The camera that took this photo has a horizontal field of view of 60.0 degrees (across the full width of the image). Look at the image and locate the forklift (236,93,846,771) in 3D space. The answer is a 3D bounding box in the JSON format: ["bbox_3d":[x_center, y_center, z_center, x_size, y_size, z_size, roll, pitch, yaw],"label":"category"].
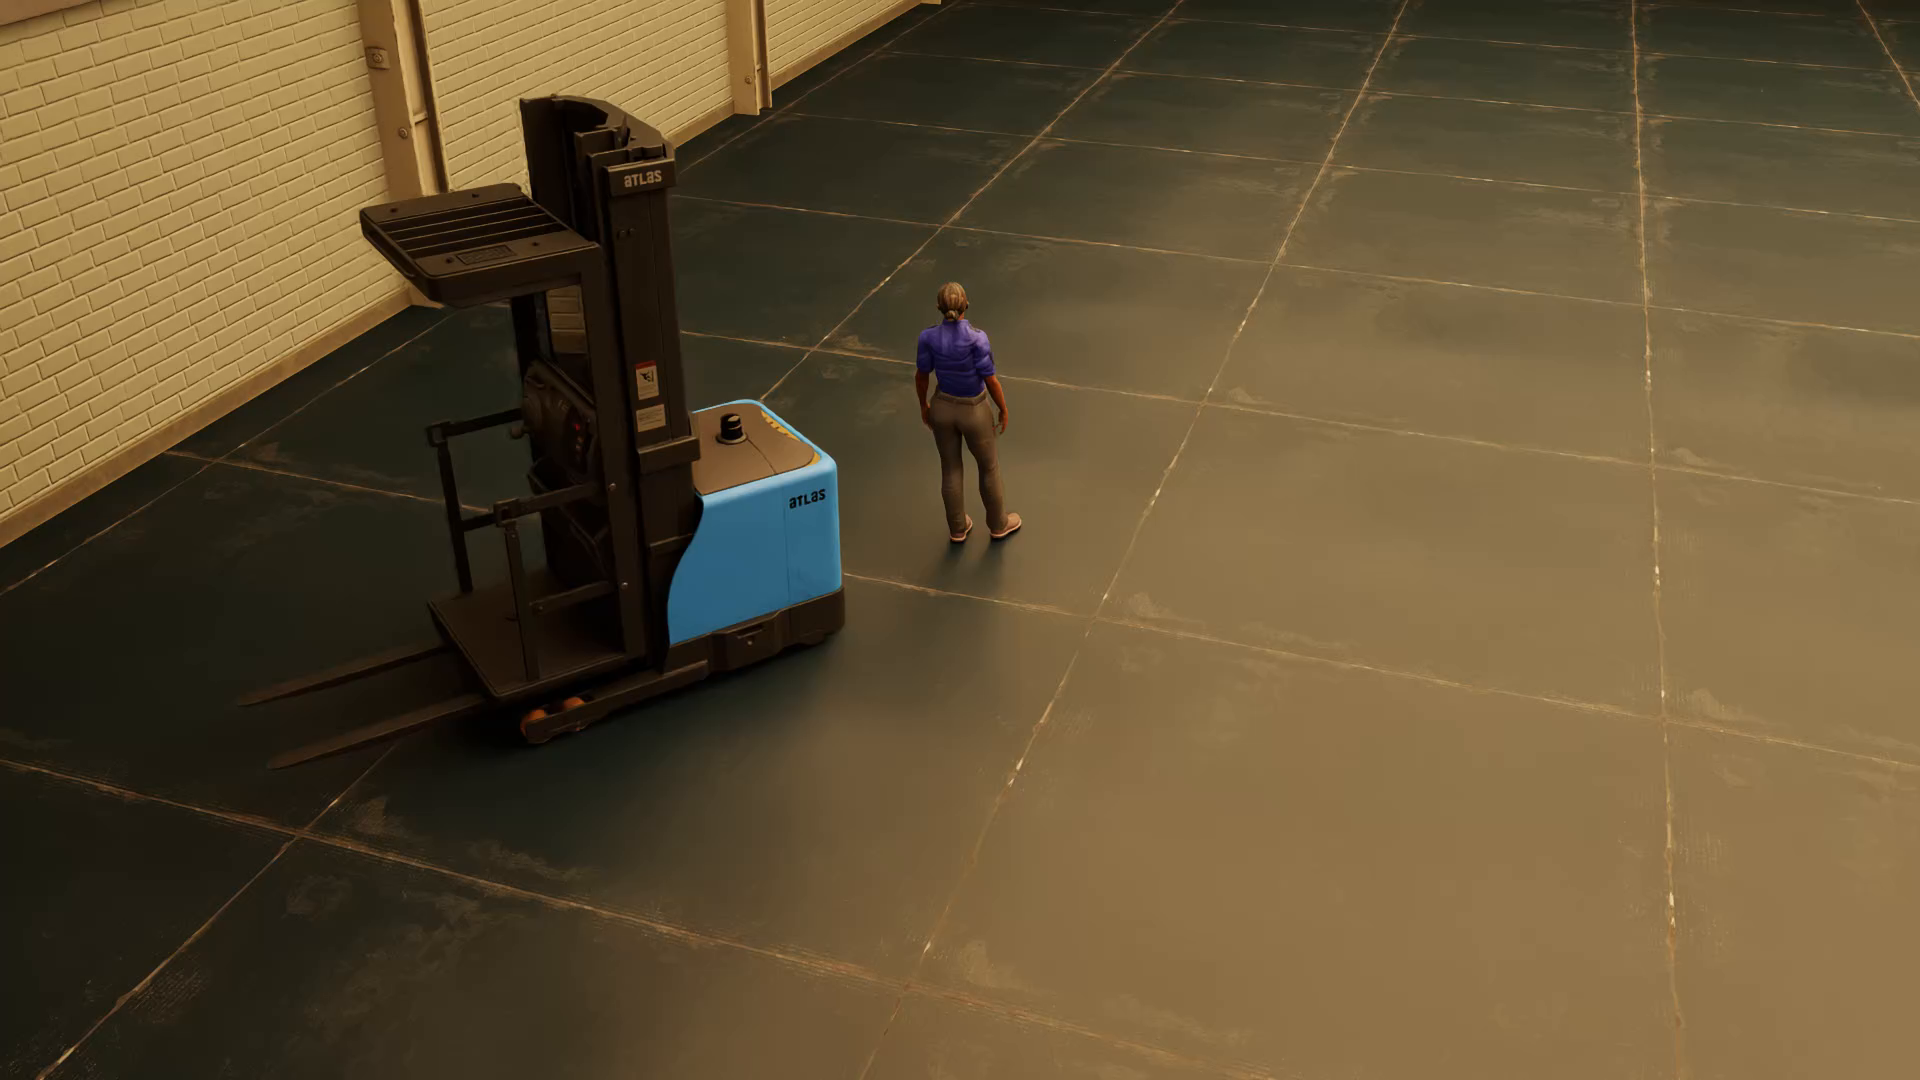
[{"bbox_3d":[-2.144,-0.554,8.108,3.031,2.935,1.130,-18,34,-28],"label":"forklift"}]

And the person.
[{"bbox_3d":[0.047,-0.763,9.750,0.570,1.657,0.502,10,31,16],"label":"person"}]
